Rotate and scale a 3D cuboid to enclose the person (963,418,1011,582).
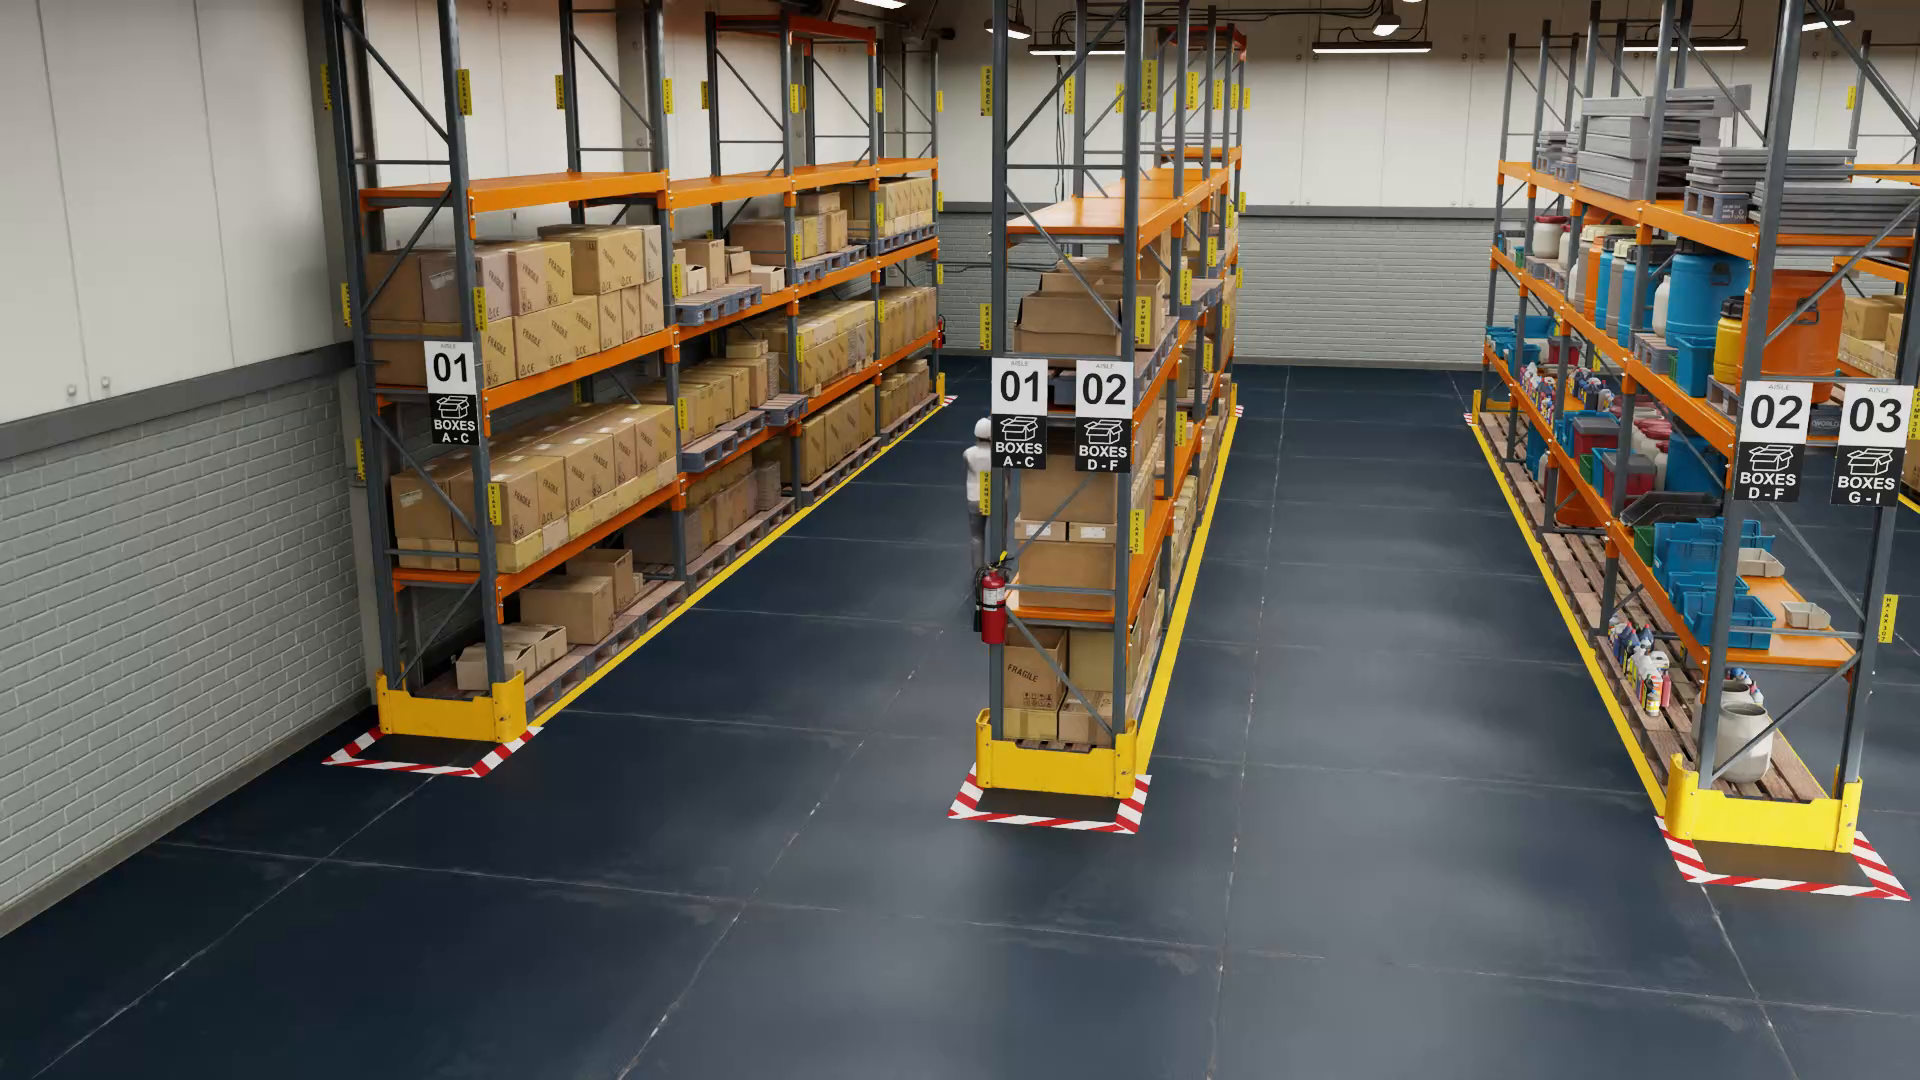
[{"bbox_3d":[0.318,-0.444,17.671,0.461,1.770,0.552,3,15,11],"label":"person"}]
